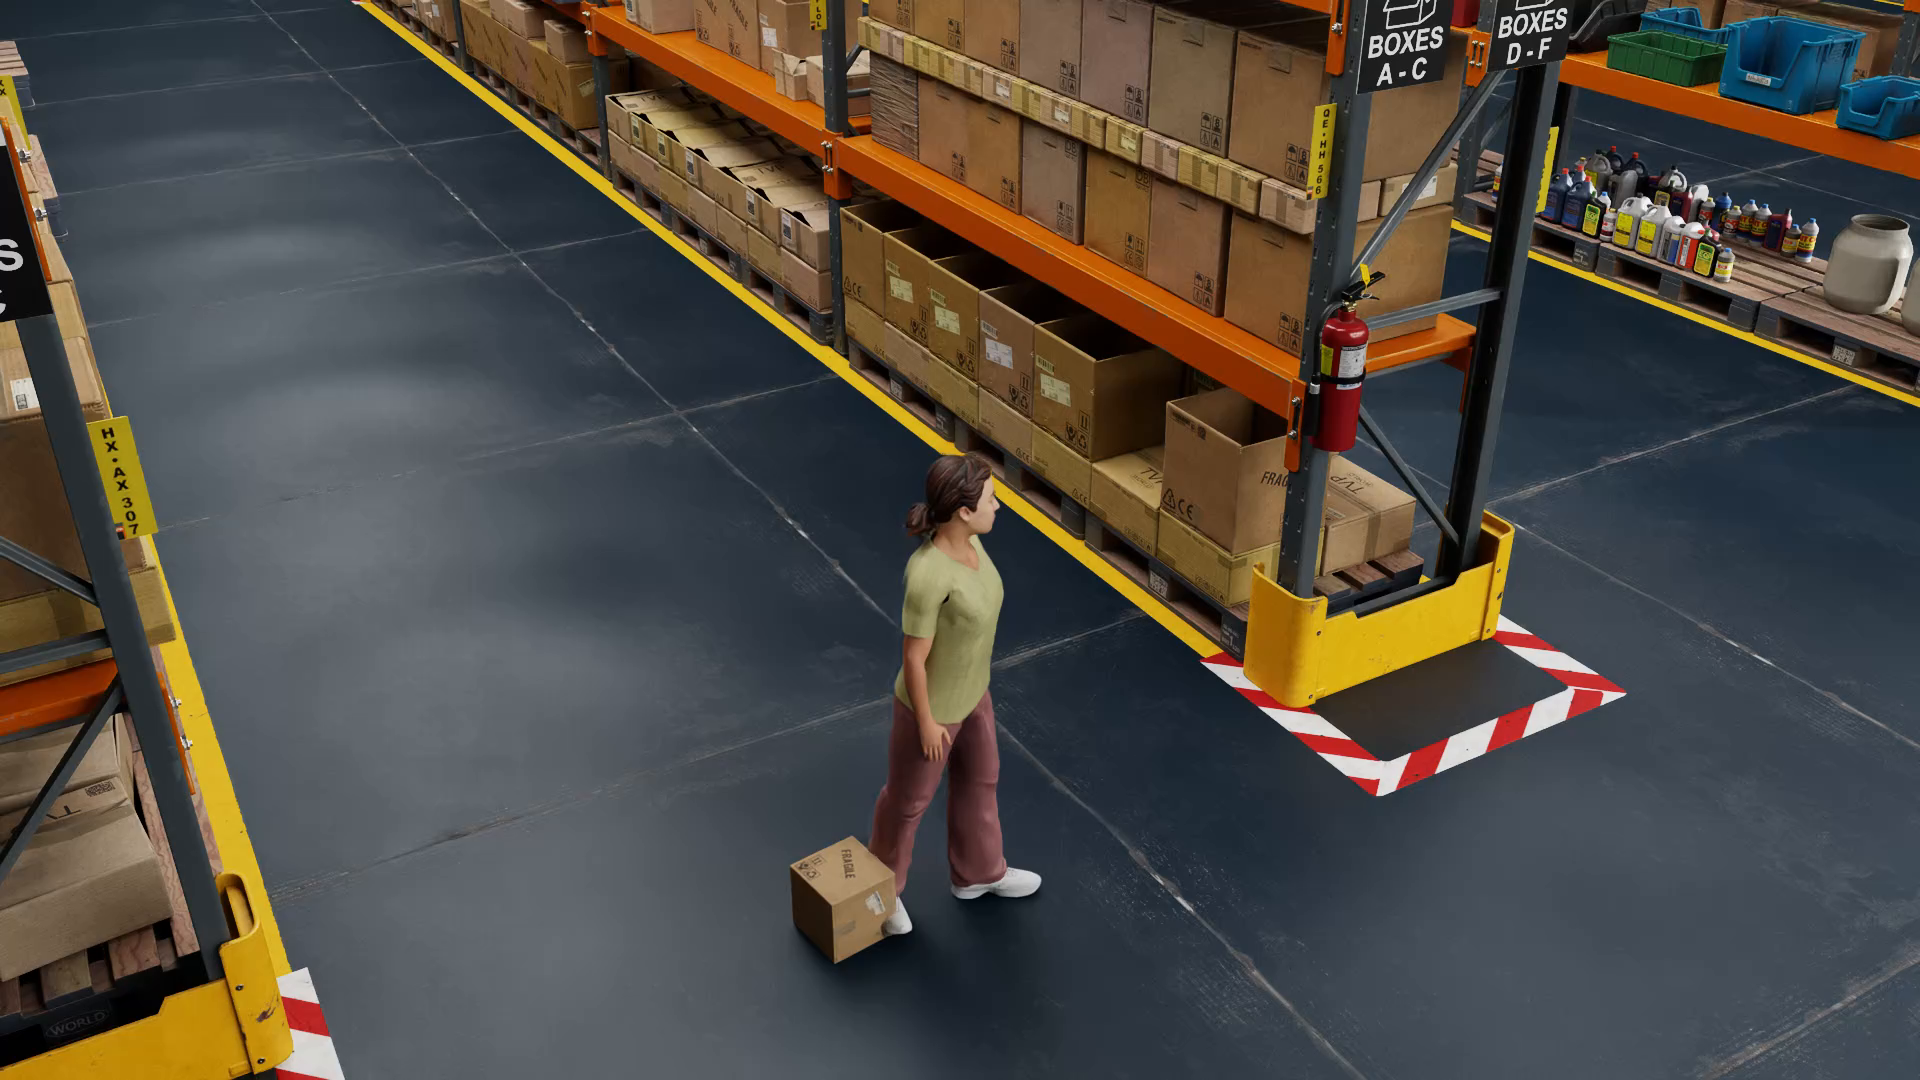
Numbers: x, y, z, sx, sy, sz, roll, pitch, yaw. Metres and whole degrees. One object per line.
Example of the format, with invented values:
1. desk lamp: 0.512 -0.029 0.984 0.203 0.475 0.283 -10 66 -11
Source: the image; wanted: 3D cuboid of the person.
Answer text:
1. person: -0.051 0.501 5.225 0.559 1.670 0.493 11 31 19
